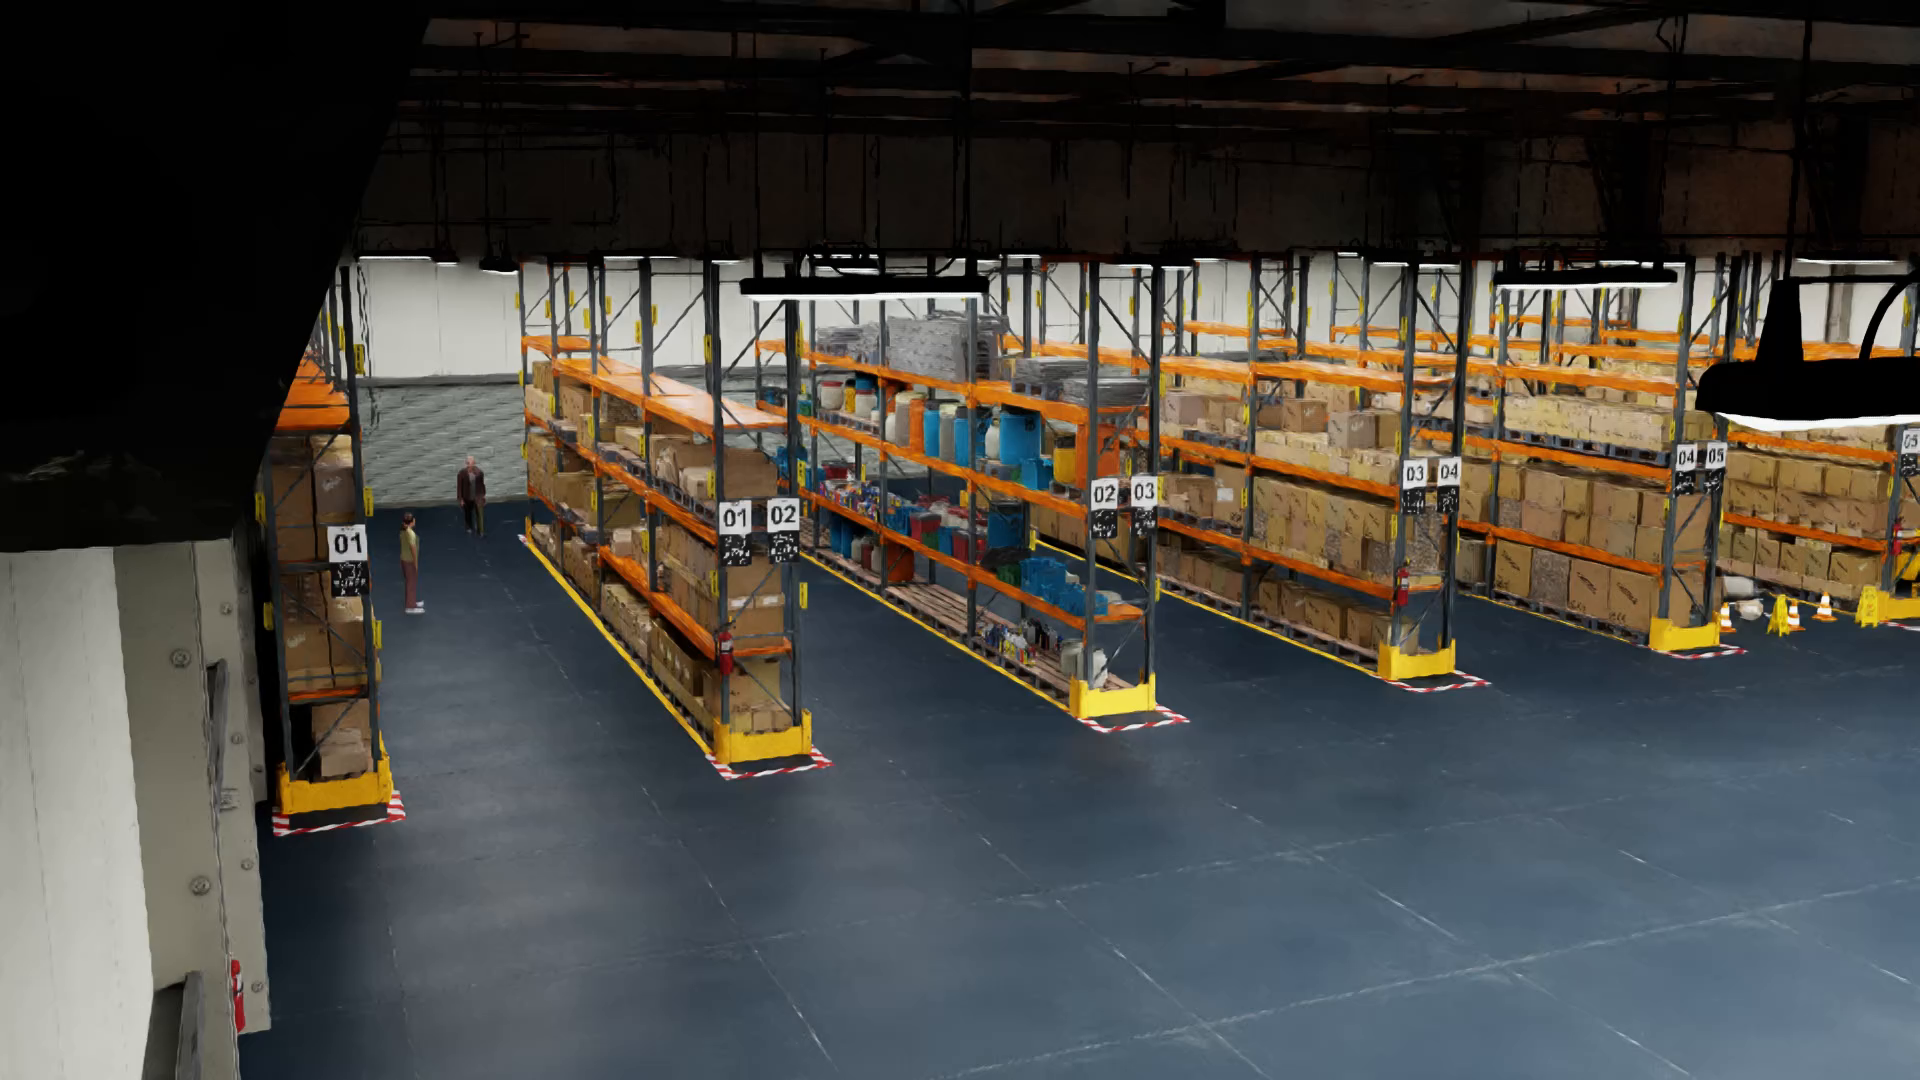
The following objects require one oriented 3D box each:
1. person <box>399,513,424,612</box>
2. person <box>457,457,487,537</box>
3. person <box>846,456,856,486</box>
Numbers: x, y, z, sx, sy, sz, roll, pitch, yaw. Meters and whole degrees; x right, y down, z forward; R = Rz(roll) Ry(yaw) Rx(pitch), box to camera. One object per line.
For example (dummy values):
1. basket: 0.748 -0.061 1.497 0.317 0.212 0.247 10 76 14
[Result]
1. person: -9.305 0.367 28.290 0.454 1.679 0.536 -9 14 -42
2. person: -10.360 -0.931 35.304 0.598 1.698 1.192 -4 11 -20
3. person: -2.372 -0.971 35.559 0.643 1.714 0.837 -8 13 -38
